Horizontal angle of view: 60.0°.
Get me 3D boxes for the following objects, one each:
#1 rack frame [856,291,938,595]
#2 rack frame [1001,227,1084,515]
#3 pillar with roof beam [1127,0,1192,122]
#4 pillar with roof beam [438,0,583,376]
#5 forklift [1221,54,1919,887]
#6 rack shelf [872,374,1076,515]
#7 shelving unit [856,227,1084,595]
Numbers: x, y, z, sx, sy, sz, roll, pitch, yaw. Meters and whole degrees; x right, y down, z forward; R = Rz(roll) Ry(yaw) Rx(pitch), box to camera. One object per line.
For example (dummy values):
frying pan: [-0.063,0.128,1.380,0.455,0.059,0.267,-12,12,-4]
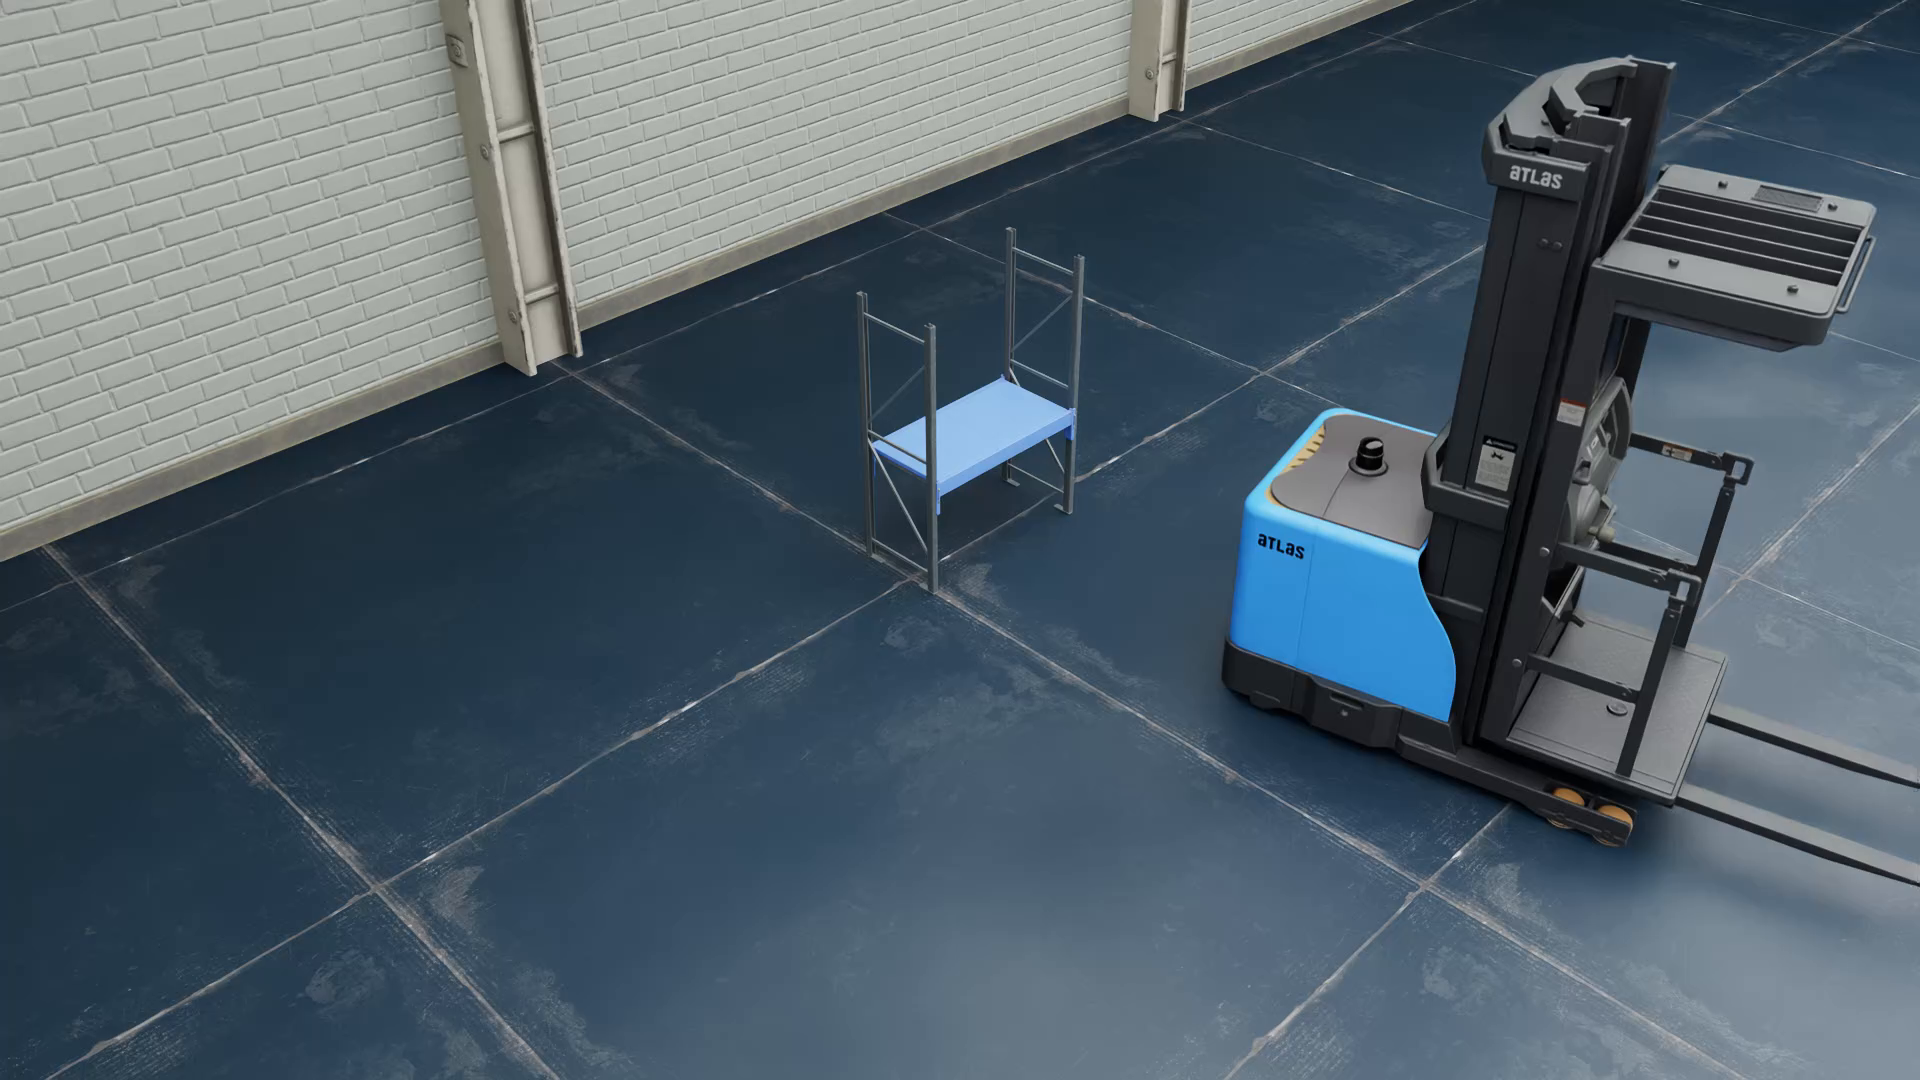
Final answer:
rack frame: [-0.298,-0.443,8.065,0.500,1.500,0.032,30,45,35]
rack frame: [0.418,-0.856,8.657,0.500,1.500,0.032,30,45,35]
pillar with roof beam: [4.680,-5.534,8.809,9.100,9.000,0.400,30,45,35]
pillar with roof beam: [0.453,-3.098,5.316,9.100,9.000,0.400,30,45,35]
forklift: [2.731,-0.279,6.578,3.031,2.935,1.130,20,39,26]
rack shelf: [0.060,-0.502,8.464,0.538,0.185,1.000,30,45,35]
shelving unit: [0.060,-0.650,8.361,0.538,1.500,1.048,30,45,35]
